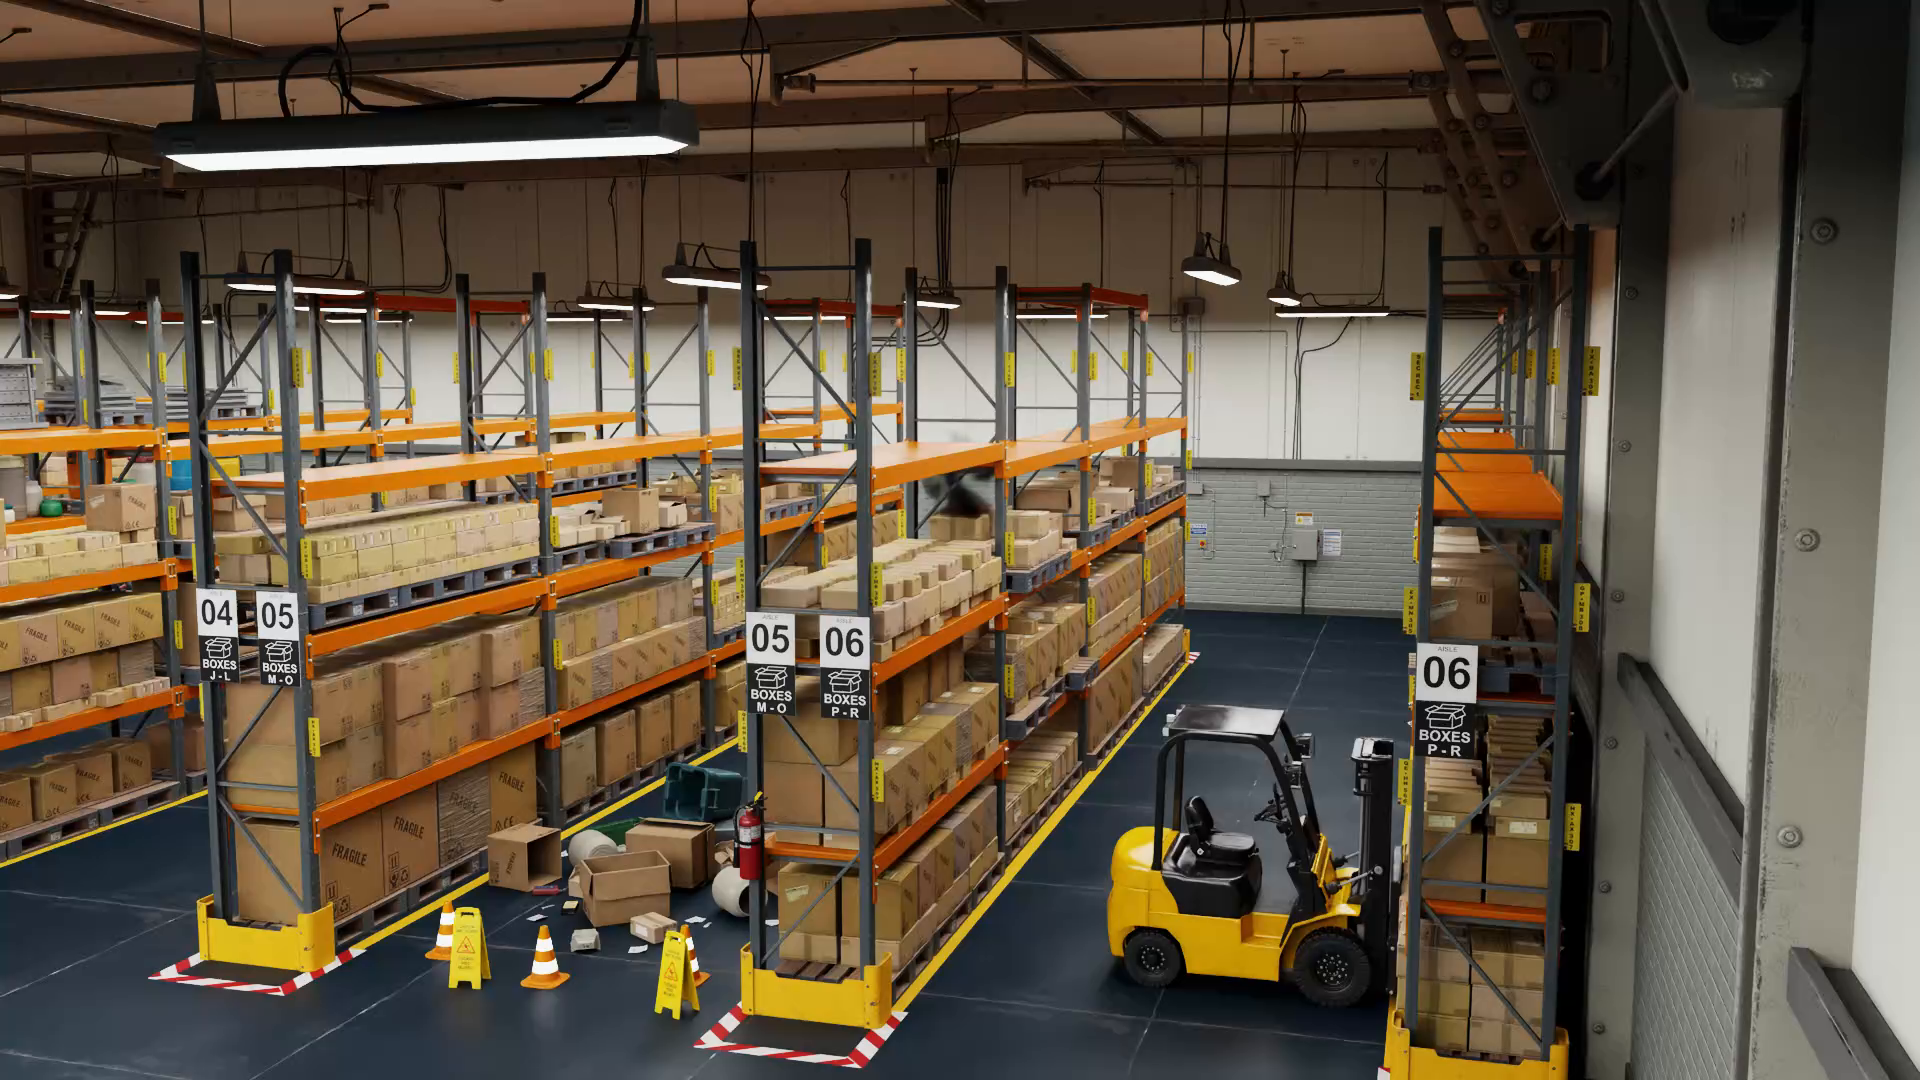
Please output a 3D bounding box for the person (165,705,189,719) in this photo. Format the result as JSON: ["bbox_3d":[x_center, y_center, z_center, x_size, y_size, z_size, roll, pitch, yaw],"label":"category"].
[{"bbox_3d":[-10.353,1.852,21.858,0.659,1.829,0.759,2,7,16],"label":"person"}]
